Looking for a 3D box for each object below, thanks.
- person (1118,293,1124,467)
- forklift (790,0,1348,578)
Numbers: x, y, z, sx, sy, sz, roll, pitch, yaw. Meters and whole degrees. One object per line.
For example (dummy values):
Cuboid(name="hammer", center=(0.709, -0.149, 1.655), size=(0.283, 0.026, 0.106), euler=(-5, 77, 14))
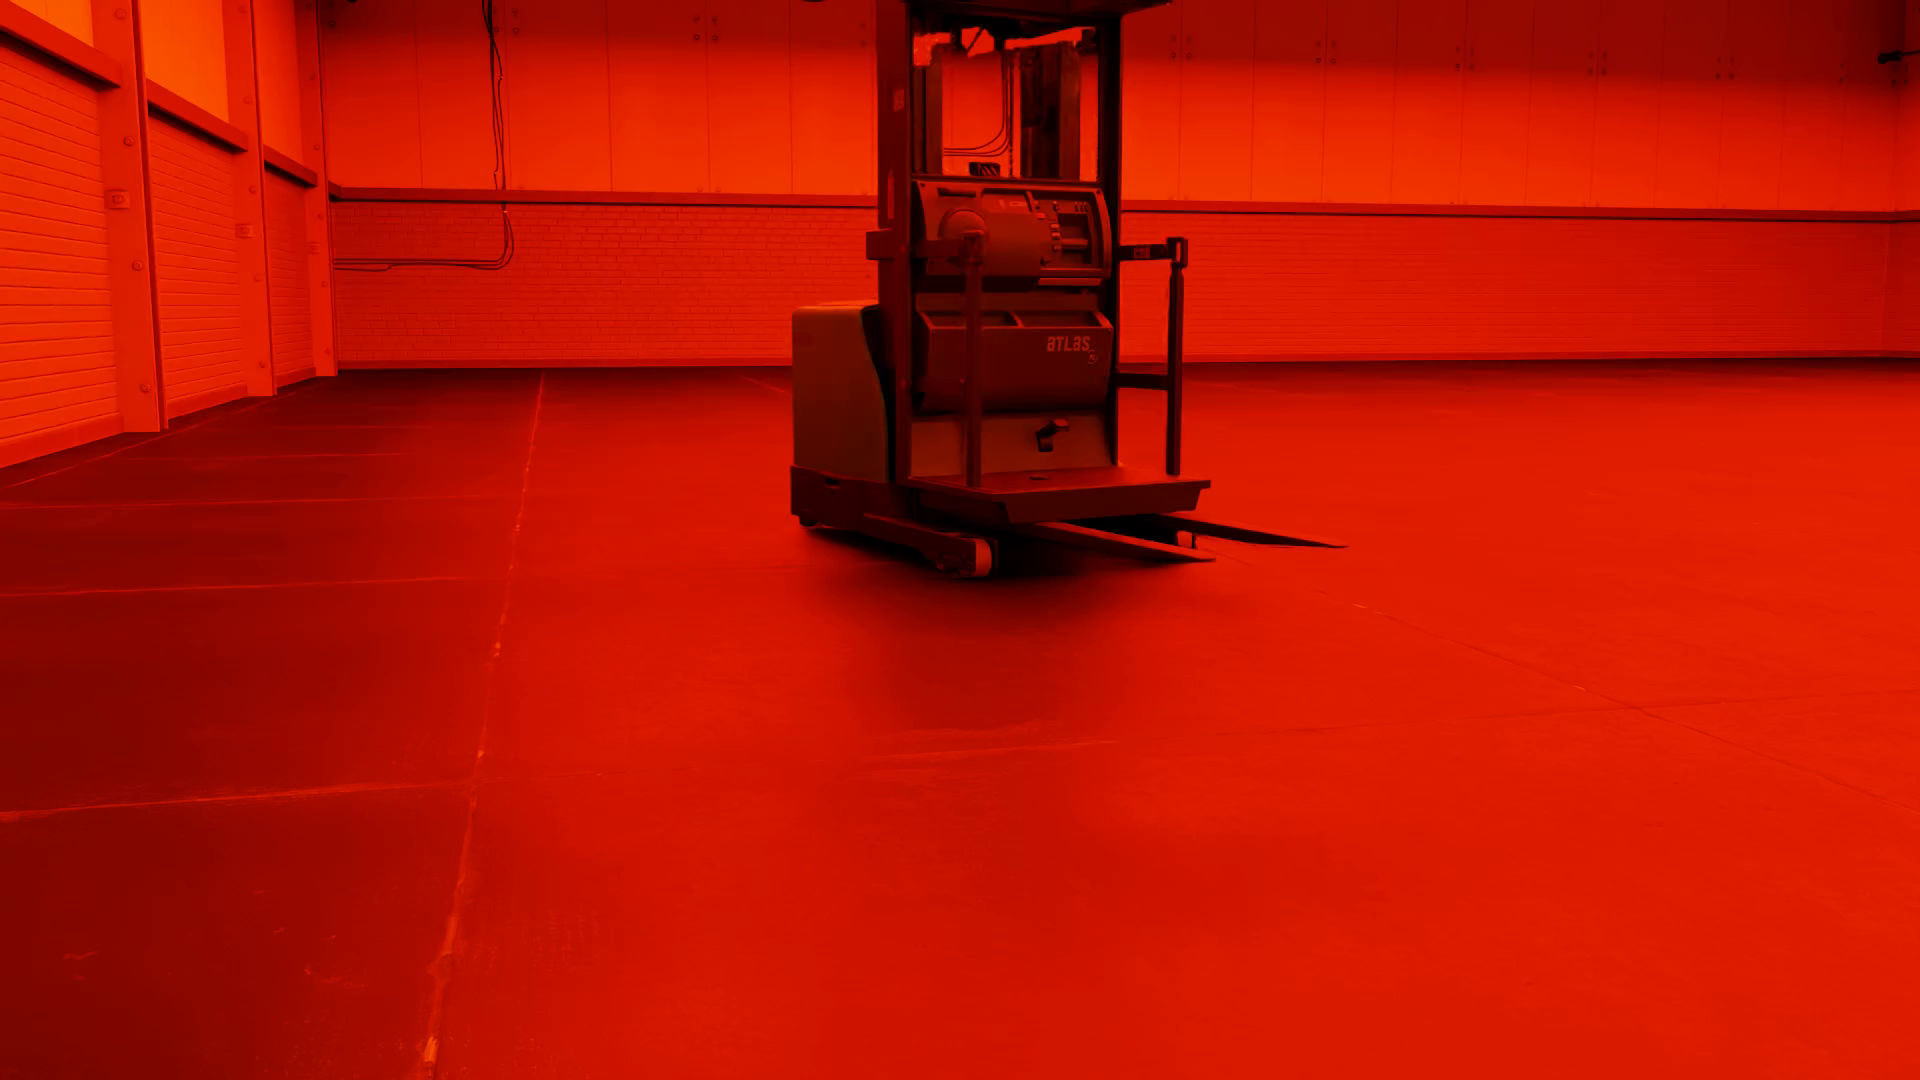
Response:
Cuboid(name="person", center=(0.762, -1.304, 10.712), size=(0.600, 1.747, 0.443), euler=(2, 8, 12))
Cuboid(name="forklift", center=(0.347, -1.370, 6.921), size=(1.130, 2.935, 3.031), euler=(-5, 9, -30))
